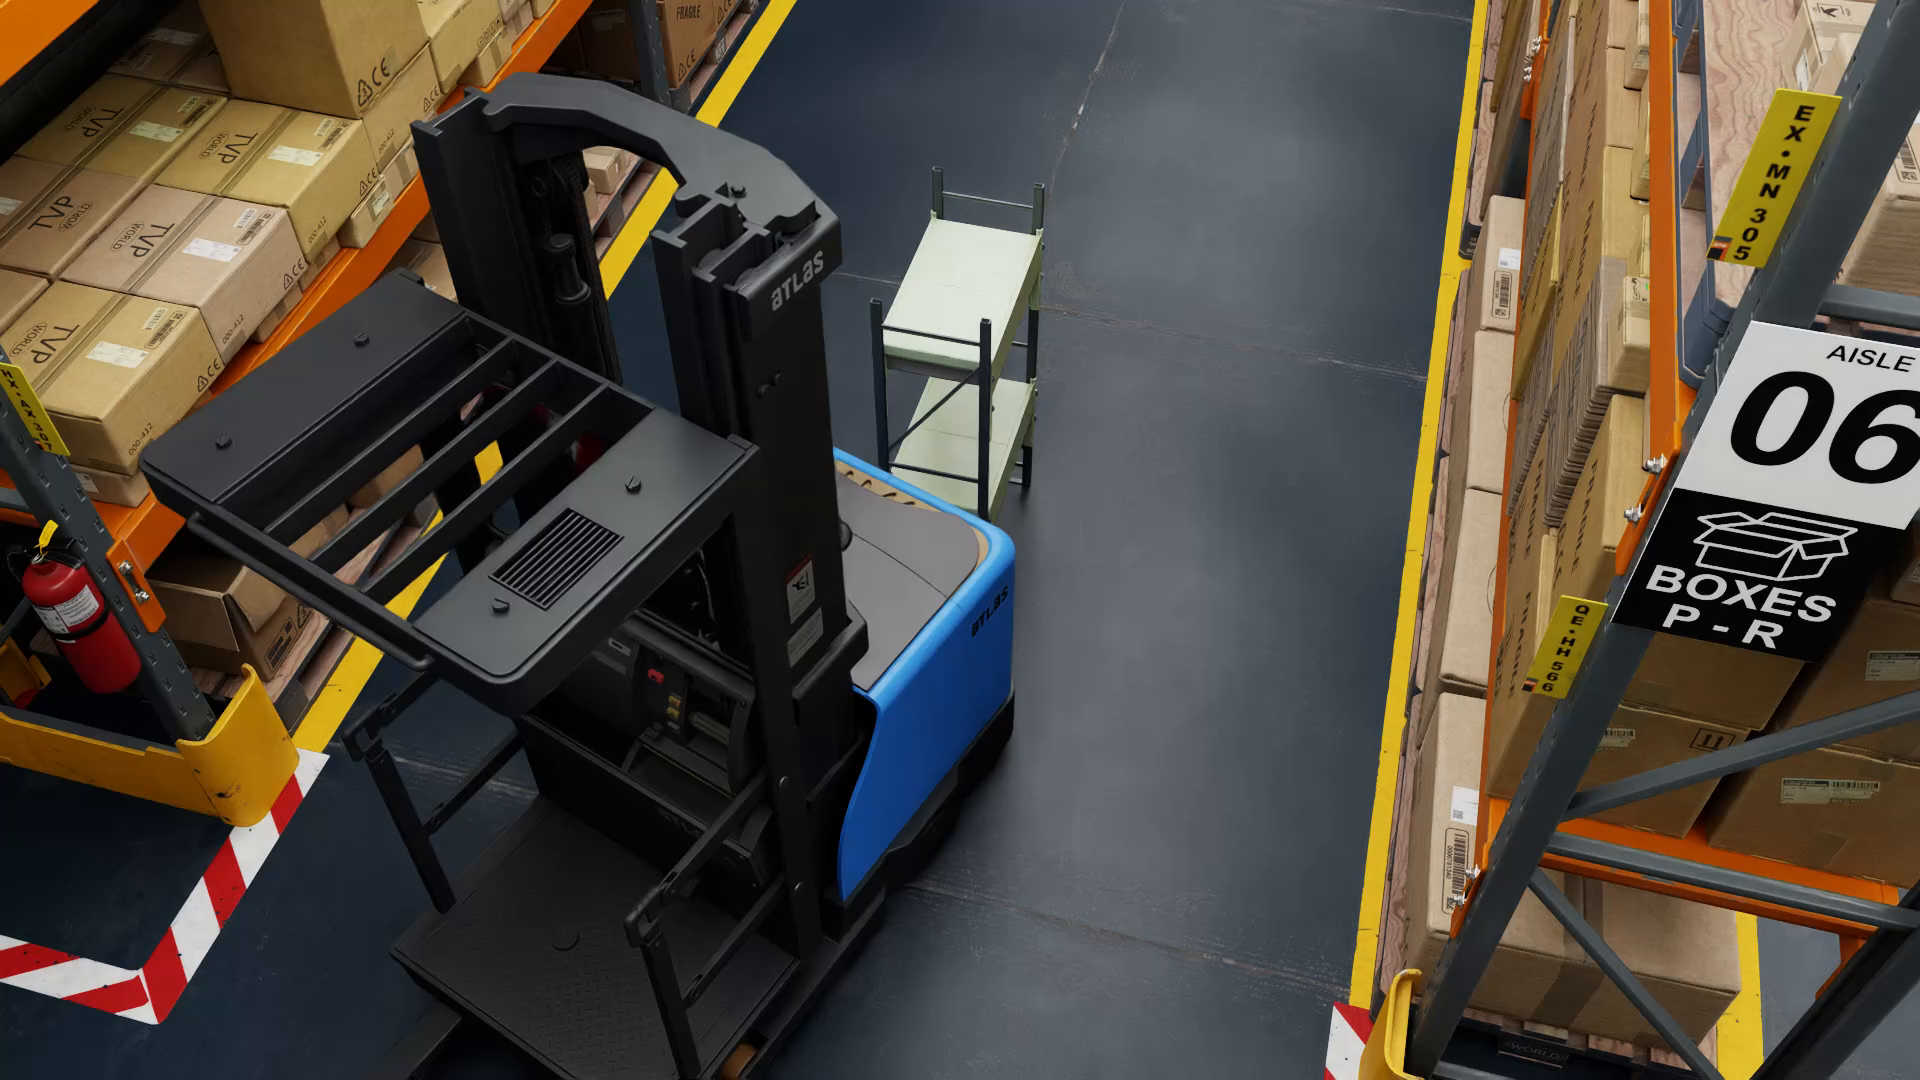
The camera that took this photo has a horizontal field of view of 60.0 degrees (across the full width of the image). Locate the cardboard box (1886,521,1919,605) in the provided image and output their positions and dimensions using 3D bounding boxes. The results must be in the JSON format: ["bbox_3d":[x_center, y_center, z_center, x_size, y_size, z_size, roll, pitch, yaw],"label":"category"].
[{"bbox_3d":[2.165,0.030,3.476,0.380,0.149,0.250,13,50,11],"label":"cardboard box"}]

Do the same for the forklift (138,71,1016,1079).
[{"bbox_3d":[-1.044,0.448,4.319,1.130,2.935,3.031,27,54,22],"label":"forklift"}]

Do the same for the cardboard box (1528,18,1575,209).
[{"bbox_3d":[2.345,-1.465,5.894,0.500,0.500,0.500,12,50,10],"label":"cardboard box"}]

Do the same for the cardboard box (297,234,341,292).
[{"bbox_3d":[-2.386,-1.021,5.737,0.380,0.149,0.250,12,50,11],"label":"cardboard box"}]

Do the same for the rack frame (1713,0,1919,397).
[{"bbox_3d":[1.805,-1.175,1.704,1.000,3.000,0.127,12,50,10],"label":"rack frame"}]

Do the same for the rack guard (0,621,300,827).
[{"bbox_3d":[-2.965,0.606,5.801,1.175,0.500,0.348,12,50,10],"label":"rack guard"}]

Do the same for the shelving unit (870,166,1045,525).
[{"bbox_3d":[0.002,-0.501,6.111,0.431,1.500,0.755,12,50,10],"label":"shelving unit"}]

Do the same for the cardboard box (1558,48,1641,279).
[{"bbox_3d":[2.079,-1.053,4.864,0.500,0.500,0.500,11,50,10],"label":"cardboard box"}]

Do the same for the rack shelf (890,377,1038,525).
[{"bbox_3d":[0.002,-0.285,6.355,0.431,0.370,0.720,12,50,10],"label":"rack shelf"}]

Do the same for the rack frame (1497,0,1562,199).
[{"bbox_3d":[2.858,-2.083,6.506,1.000,3.000,0.127,12,50,10],"label":"rack frame"}]

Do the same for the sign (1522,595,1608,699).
[{"bbox_3d":[1.285,0.232,3.533,0.100,0.325,0.005,12,50,10],"label":"sign"}]

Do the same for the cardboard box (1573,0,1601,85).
[{"bbox_3d":[2.360,-1.786,5.511,0.500,0.500,0.500,11,49,10],"label":"cardboard box"}]

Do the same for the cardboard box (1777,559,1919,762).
[{"bbox_3d":[2.206,0.156,3.797,0.500,0.500,0.500,11,49,9],"label":"cardboard box"}]

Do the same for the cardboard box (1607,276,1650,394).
[{"bbox_3d":[1.737,-0.459,3.907,0.380,0.149,0.250,11,50,10],"label":"cardboard box"}]

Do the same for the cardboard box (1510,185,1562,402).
[{"bbox_3d":[2.072,-0.734,5.249,0.500,0.500,0.500,13,50,11],"label":"cardboard box"}]

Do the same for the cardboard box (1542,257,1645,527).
[{"bbox_3d":[1.811,-0.333,4.228,0.500,0.500,0.500,12,50,10],"label":"cardboard box"}]

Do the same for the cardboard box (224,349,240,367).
[{"bbox_3d":[-2.576,-0.657,5.415,0.380,0.149,0.250,11,49,10],"label":"cardboard box"}]

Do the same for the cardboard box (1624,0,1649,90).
[{"bbox_3d":[2.105,-1.386,4.725,0.380,0.149,0.250,12,50,10],"label":"cardboard box"}]

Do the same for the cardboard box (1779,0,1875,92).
[{"bbox_3d":[1.870,-0.933,3.312,0.380,0.149,0.250,8,49,7],"label":"cardboard box"}]

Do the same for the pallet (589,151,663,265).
[{"bbox_3d":[-2.114,-1.640,7.976,1.003,0.211,1.213,12,50,10],"label":"pallet"}]

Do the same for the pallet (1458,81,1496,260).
[{"bbox_3d":[2.988,-1.733,8.058,1.003,0.211,1.213,12,50,10],"label":"pallet"}]

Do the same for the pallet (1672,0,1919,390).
[{"bbox_3d":[1.990,-0.691,3.337,1.003,0.211,1.213,12,50,10],"label":"pallet"}]

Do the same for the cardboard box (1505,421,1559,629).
[{"bbox_3d":[1.823,0.016,4.587,0.500,0.500,0.500,11,49,9],"label":"cardboard box"}]

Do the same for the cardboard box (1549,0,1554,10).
[{"bbox_3d":[2.733,-2.407,6.893,0.500,0.250,0.500,10,49,9],"label":"cardboard box"}]

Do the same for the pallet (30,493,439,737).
[{"bbox_3d":[-2.756,0.125,6.418,1.003,0.211,1.213,12,50,10],"label":"pallet"}]

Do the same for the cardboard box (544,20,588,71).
[{"bbox_3d":[-2.088,-2.785,8.513,0.500,0.500,0.500,11,50,10],"label":"cardboard box"}]

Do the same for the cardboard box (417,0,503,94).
[{"bbox_3d":[-2.092,-1.968,6.307,0.500,0.250,0.500,11,50,10],"label":"cardboard box"}]

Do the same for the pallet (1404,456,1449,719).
[{"bbox_3d":[2.263,0.260,6.299,1.003,0.211,1.213,12,50,10],"label":"pallet"}]

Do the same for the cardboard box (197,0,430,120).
[{"bbox_3d":[-2.211,-1.823,5.679,0.500,0.500,0.500,13,50,11],"label":"cardboard box"}]

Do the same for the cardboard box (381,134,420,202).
[{"bbox_3d":[-2.197,-1.383,6.057,0.380,0.149,0.250,13,50,11],"label":"cardboard box"}]

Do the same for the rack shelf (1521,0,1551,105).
[{"bbox_3d":[3.384,-3.291,8.053,1.077,0.370,4.000,12,50,10],"label":"rack shelf"}]

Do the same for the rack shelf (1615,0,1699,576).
[{"bbox_3d":[2.331,-1.391,4.375,1.077,0.370,4.000,12,50,10],"label":"rack shelf"}]

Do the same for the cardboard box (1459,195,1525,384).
[{"bbox_3d":[2.589,-0.941,6.927,0.875,0.438,0.875,11,49,9],"label":"cardboard box"}]

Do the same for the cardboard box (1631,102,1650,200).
[{"bbox_3d":[1.989,-1.001,4.385,0.380,0.149,0.250,13,50,11],"label":"cardboard box"}]

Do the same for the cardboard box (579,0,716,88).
[{"bbox_3d":[-1.588,-2.677,8.418,0.500,0.500,0.500,14,50,12],"label":"cardboard box"}]

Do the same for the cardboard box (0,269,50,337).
[{"bbox_3d":[-3.120,-0.600,5.100,0.500,0.250,0.500,13,50,11],"label":"cardboard box"}]

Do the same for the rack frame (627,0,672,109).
[{"bbox_3d":[-1.932,-3.060,7.369,1.000,3.000,0.127,12,50,10],"label":"rack frame"}]

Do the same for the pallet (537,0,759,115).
[{"bbox_3d":[-1.754,-2.733,8.940,1.003,0.211,1.213,12,50,10],"label":"pallet"}]

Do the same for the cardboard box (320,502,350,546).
[{"bbox_3d":[-2.583,-0.085,6.365,0.380,0.149,0.250,10,49,9],"label":"cardboard box"}]

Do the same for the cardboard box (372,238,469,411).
[{"bbox_3d":[-2.234,-0.875,6.828,0.500,0.500,0.500,12,50,11],"label":"cardboard box"}]

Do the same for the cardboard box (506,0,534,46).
[{"bbox_3d":[-1.960,-2.126,6.712,0.380,0.149,0.250,13,50,11],"label":"cardboard box"}]

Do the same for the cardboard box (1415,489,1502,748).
[{"bbox_3d":[2.115,0.359,5.780,0.875,0.438,0.875,13,50,11],"label":"cardboard box"}]

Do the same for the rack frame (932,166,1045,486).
[{"bbox_3d":[0.098,-0.766,6.344,0.400,1.500,0.023,12,50,10],"label":"rack frame"}]

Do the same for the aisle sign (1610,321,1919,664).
[{"bbox_3d":[1.487,-0.059,2.986,0.394,0.787,0.004,12,50,10],"label":"aisle sign"}]

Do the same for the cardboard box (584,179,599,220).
[{"bbox_3d":[-1.889,-1.575,7.601,0.396,0.266,0.258,13,50,11],"label":"cardboard box"}]

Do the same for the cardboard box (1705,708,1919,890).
[{"bbox_3d":[2.208,0.487,4.172,0.500,0.500,0.500,11,50,10],"label":"cardboard box"}]

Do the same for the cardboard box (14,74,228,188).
[{"bbox_3d":[-2.848,-1.330,5.744,0.500,0.250,0.500,13,50,11],"label":"cardboard box"}]

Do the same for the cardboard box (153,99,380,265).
[{"bbox_3d":[-2.343,-1.222,5.648,0.500,0.250,0.500,11,49,9],"label":"cardboard box"}]

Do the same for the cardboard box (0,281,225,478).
[{"bbox_3d":[-2.605,-0.490,5.002,0.500,0.250,0.500,12,50,10],"label":"cardboard box"}]

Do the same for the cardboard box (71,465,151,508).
[{"bbox_3d":[-2.634,-0.267,5.071,0.380,0.149,0.250,11,50,10],"label":"cardboard box"}]

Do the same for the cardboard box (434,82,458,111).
[{"bbox_3d":[-2.176,-1.771,6.399,0.380,0.149,0.250,12,50,11],"label":"cardboard box"}]

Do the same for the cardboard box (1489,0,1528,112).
[{"bbox_3d":[3.174,-2.638,8.133,0.875,0.875,0.875,13,50,11],"label":"cardboard box"}]
